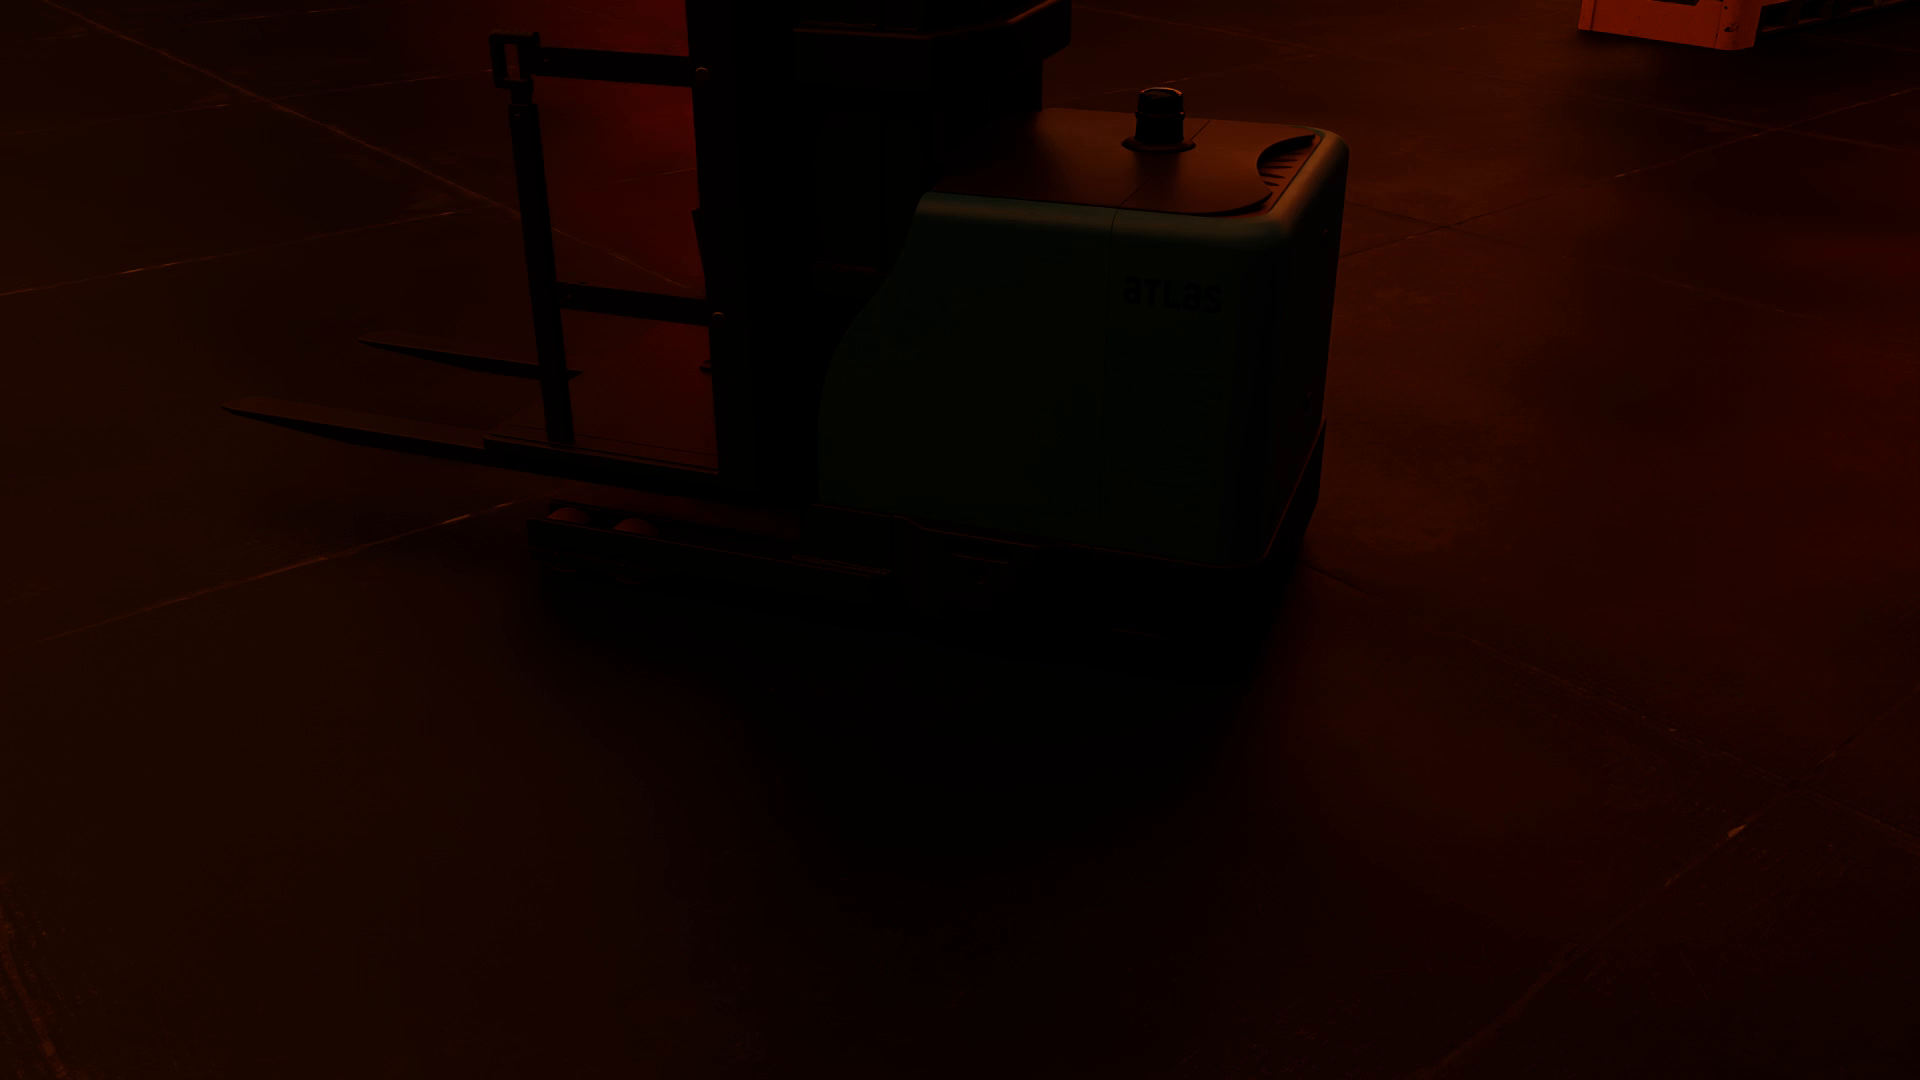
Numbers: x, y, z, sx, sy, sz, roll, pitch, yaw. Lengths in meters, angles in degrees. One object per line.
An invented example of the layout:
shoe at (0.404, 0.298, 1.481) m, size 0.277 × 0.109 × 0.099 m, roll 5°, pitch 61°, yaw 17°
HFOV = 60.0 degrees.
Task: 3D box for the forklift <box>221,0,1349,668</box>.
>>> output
forklift at (-0.588, -1.408, 4.041) m, size 3.031 × 2.935 × 1.130 m, roll 9°, pitch 28°, yaw 18°
